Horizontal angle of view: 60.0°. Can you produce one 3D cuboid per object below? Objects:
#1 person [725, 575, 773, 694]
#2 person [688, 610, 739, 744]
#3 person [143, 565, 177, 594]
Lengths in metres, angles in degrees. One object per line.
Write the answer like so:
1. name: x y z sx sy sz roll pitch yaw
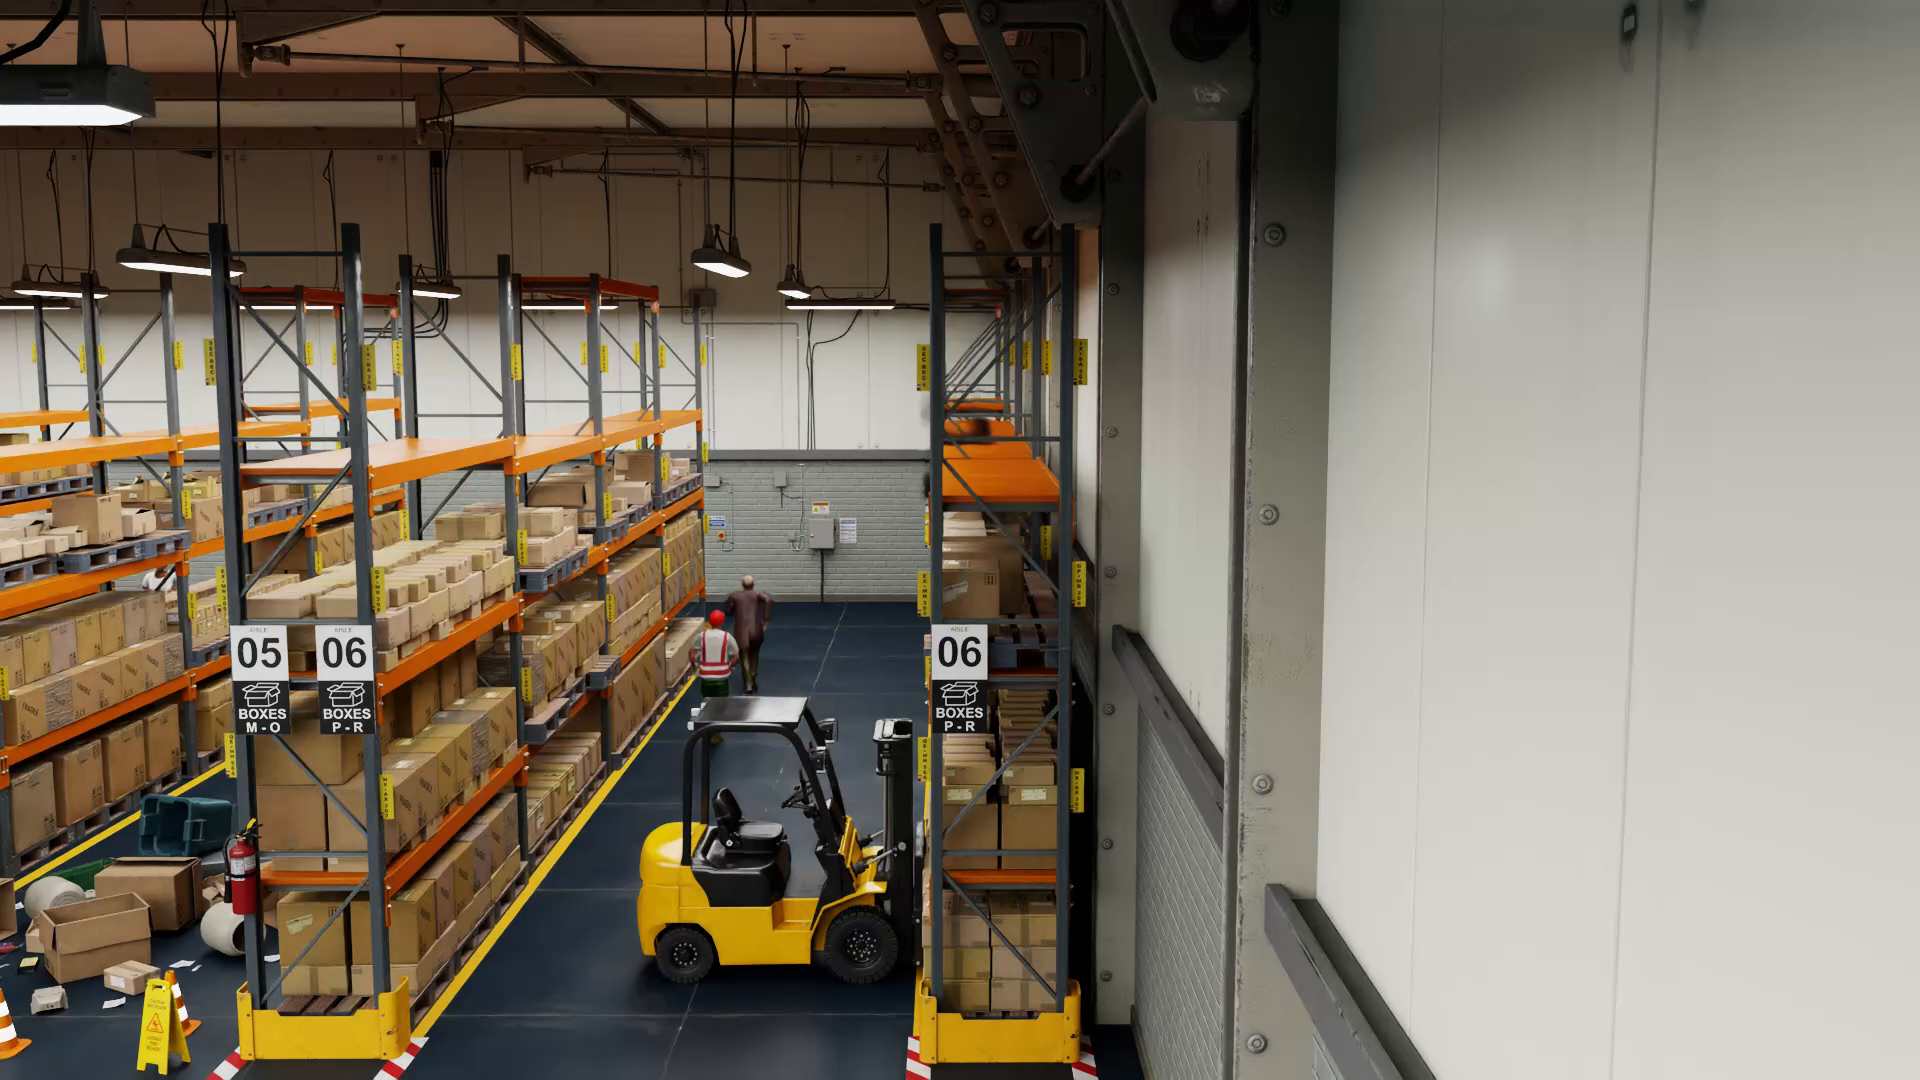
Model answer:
1. person: -3.130 1.431 24.671 0.694 1.771 1.012 -1 7 -10
2. person: -3.202 1.768 21.756 0.654 1.744 0.532 0 7 -1
3. person: -12.932 1.131 27.070 0.703 1.796 0.882 -2 7 -17
